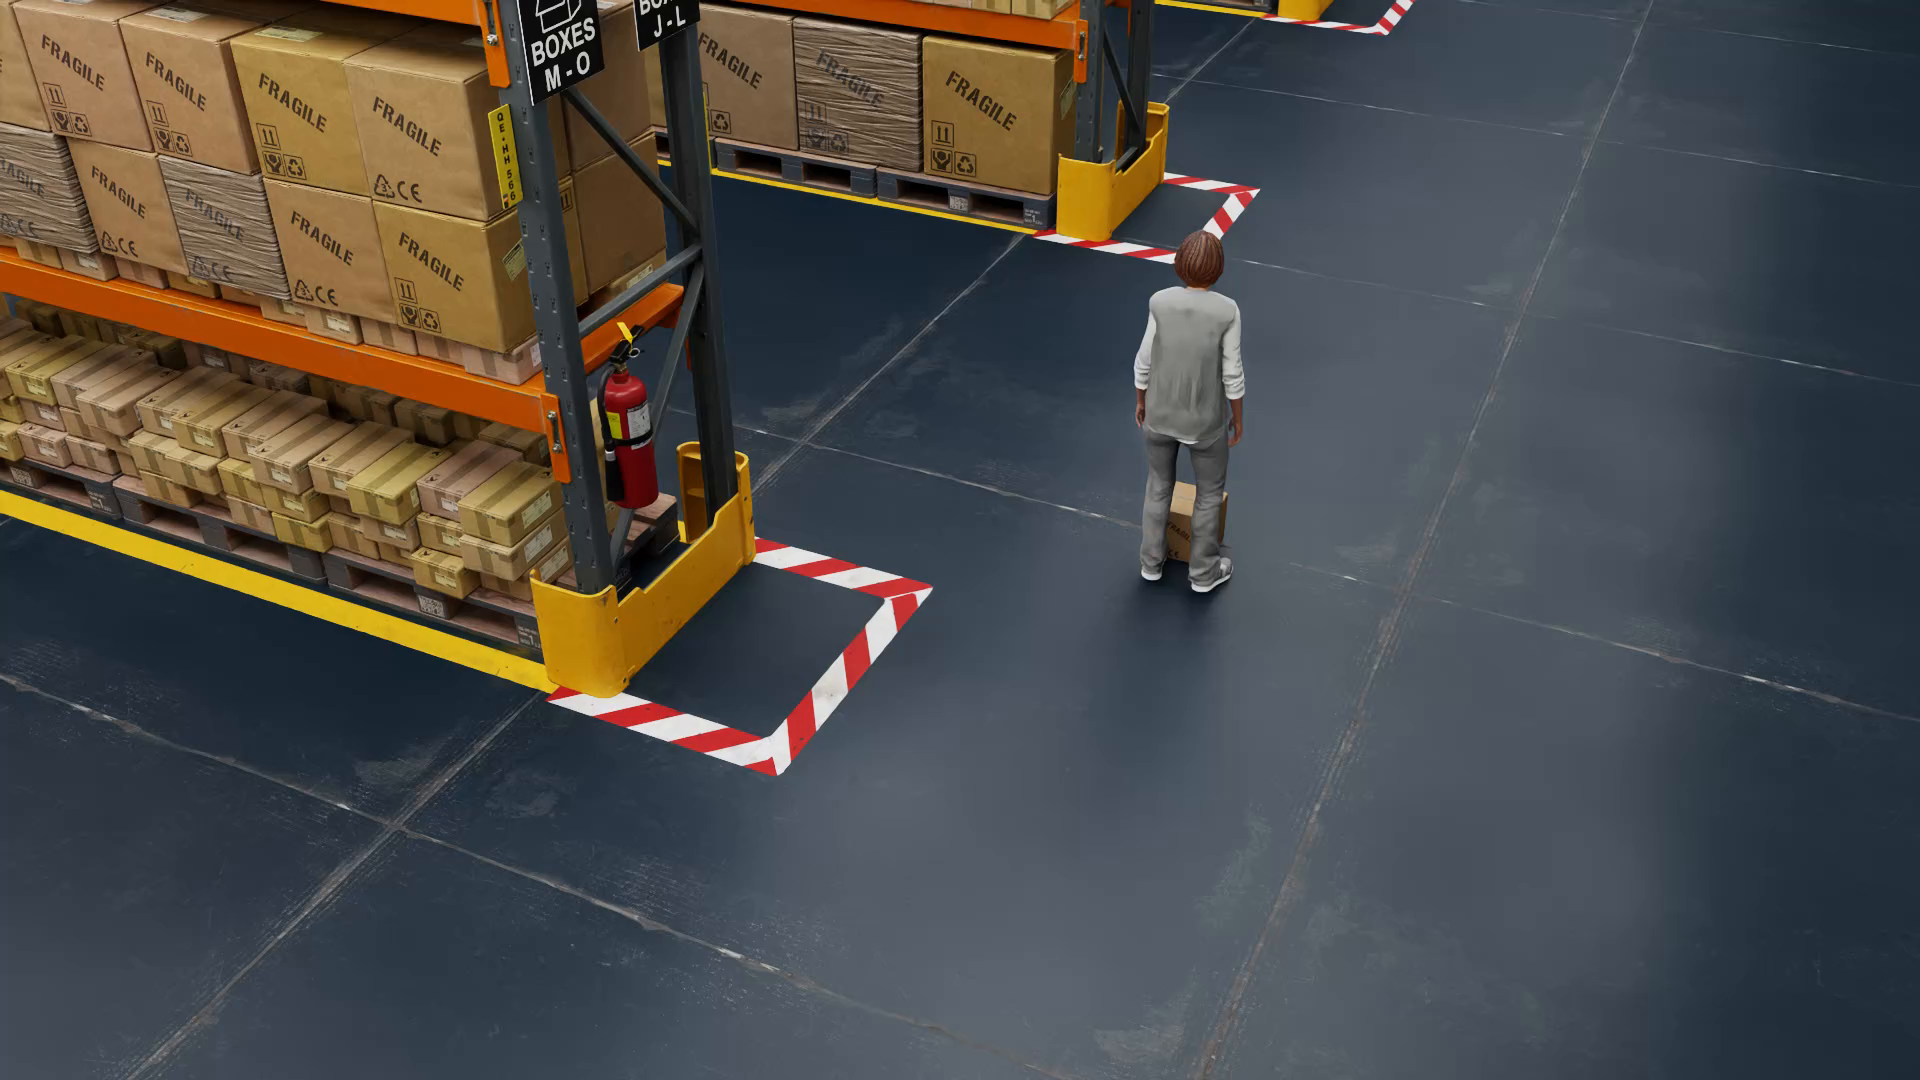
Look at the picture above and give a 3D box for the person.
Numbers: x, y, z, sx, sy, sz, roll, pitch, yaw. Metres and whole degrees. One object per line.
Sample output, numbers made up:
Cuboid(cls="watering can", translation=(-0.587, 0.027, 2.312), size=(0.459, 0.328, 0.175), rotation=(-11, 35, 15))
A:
Cuboid(cls="person", translation=(0.945, -0.504, 6.897), size=(0.469, 1.591, 0.350), rotation=(14, 37, 20))
